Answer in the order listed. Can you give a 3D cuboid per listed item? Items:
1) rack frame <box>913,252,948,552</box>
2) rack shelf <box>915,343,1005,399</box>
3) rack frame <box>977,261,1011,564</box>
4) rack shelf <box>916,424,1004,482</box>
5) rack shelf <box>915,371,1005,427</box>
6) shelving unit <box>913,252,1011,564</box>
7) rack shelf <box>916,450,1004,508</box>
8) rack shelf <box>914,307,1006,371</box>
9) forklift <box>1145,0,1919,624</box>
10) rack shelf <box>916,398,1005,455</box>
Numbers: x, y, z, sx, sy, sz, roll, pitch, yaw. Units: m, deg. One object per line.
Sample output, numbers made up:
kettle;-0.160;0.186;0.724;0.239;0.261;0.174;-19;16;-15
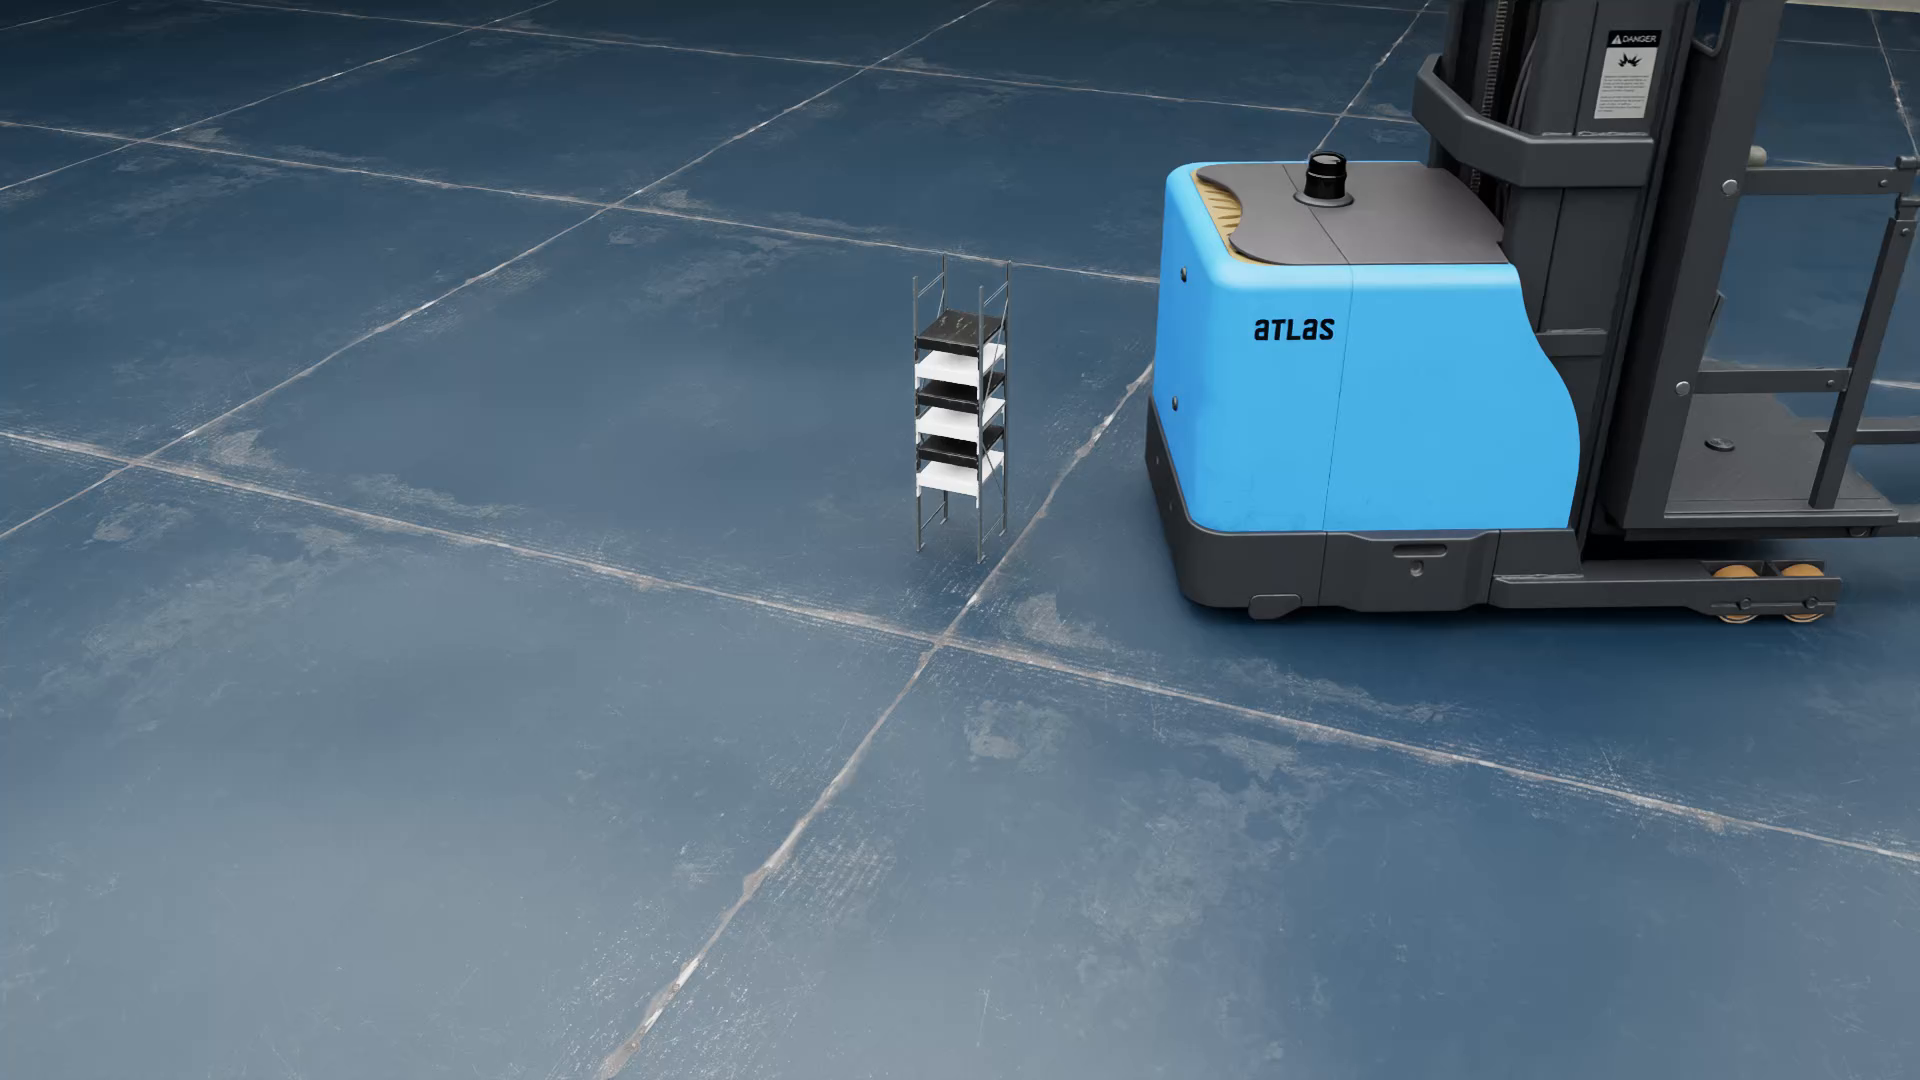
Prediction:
rack frame;-0.087;-0.409;5.059;0.006;0.900;0.240;11;31;19
rack shelf;0.008;-0.518;4.954;0.200;0.077;0.258;11;31;19
rack frame;0.102;-0.371;4.993;0.006;0.900;0.240;11;31;19
rack shelf;0.008;-0.283;5.087;0.200;0.077;0.258;11;31;19
rack shelf;0.008;-0.440;4.998;0.200;0.077;0.258;11;31;19
shelving unit;0.008;-0.390;5.026;0.210;0.900;0.258;11;31;19
rack shelf;0.008;-0.205;5.131;0.200;0.077;0.258;11;31;19
rack shelf;0.008;-0.596;4.909;0.200;0.077;0.258;11;31;19
forklift;2.147;-1.296;4.564;3.031;2.935;1.130;-1;29;-1
rack shelf;0.008;-0.361;5.042;0.200;0.077;0.258;11;31;19
